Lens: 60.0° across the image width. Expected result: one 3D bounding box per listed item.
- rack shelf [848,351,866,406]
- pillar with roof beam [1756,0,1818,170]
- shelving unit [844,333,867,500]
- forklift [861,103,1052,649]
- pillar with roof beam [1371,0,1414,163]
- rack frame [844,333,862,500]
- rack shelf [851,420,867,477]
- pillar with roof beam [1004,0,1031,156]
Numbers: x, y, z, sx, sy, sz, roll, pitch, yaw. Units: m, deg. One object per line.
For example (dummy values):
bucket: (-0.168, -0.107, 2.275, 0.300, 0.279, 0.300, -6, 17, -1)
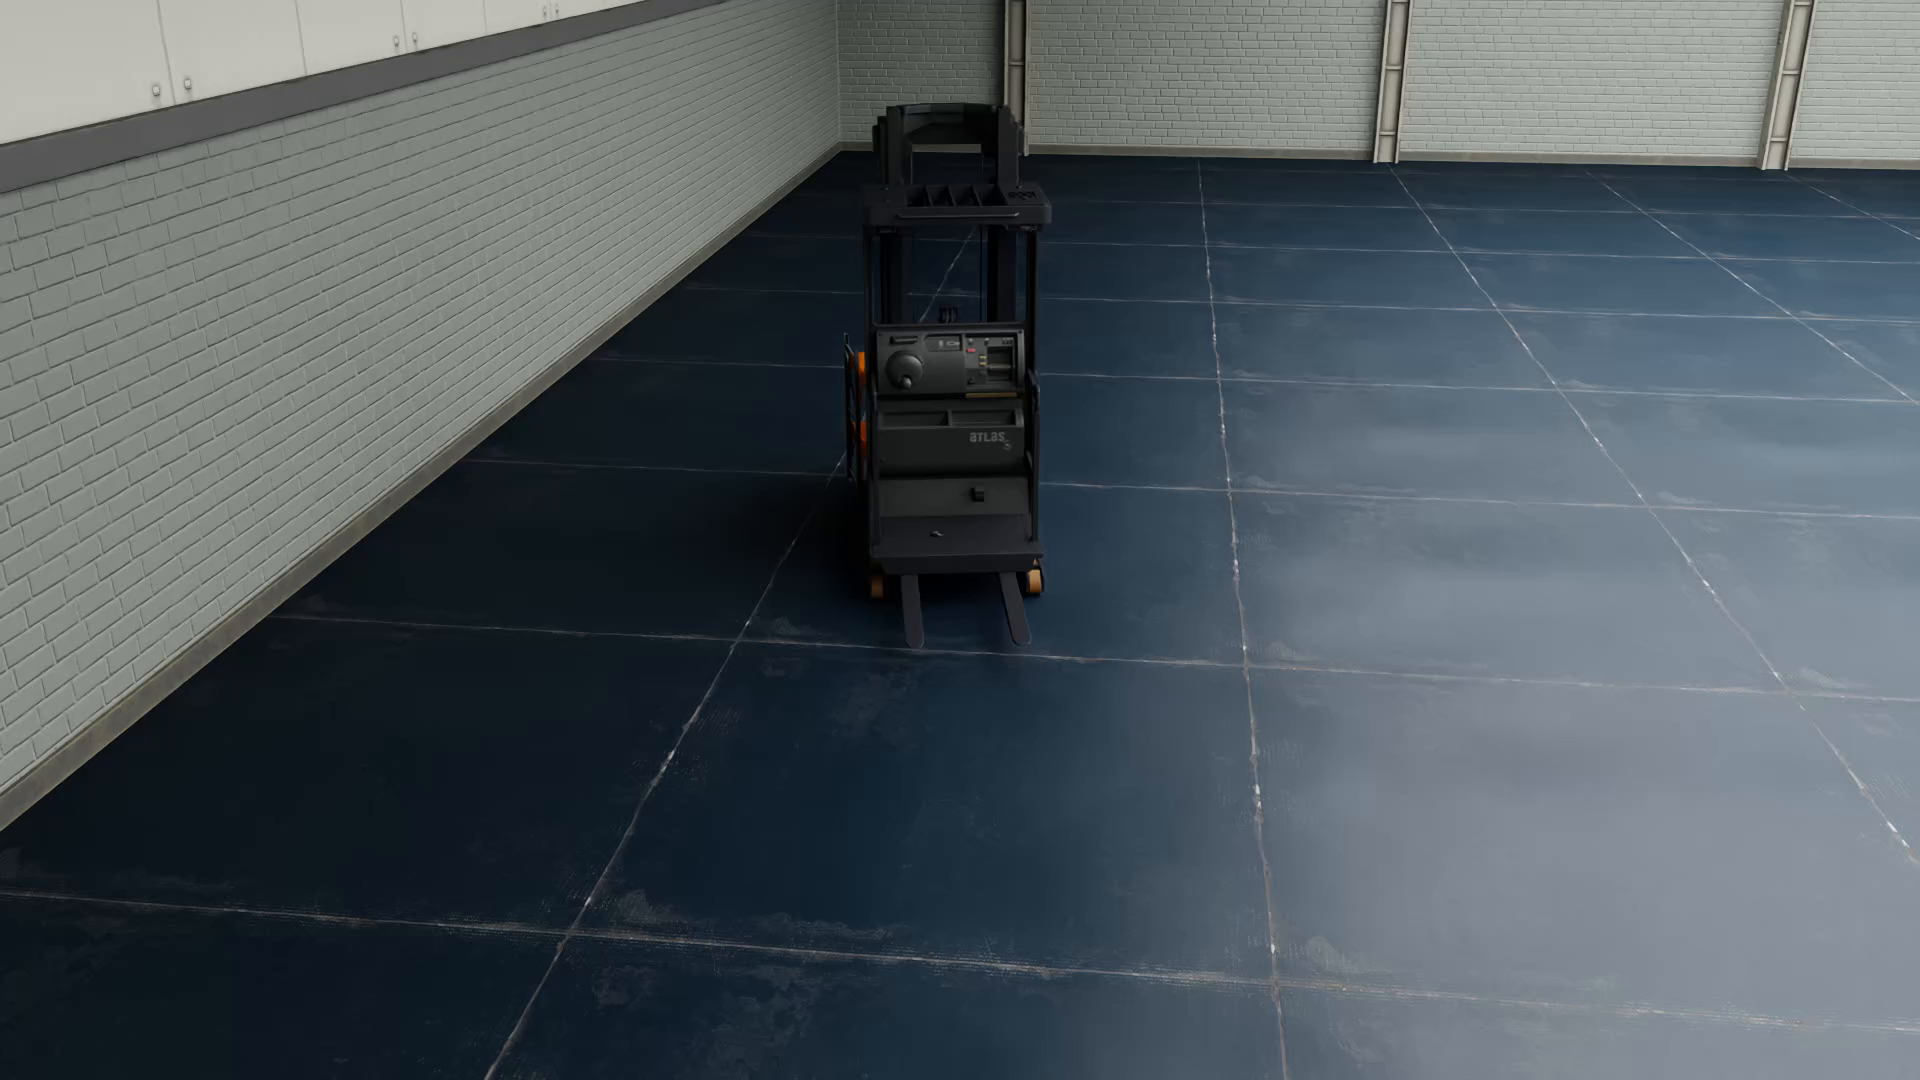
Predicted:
rack shelf: (-0.290, -1.221, 12.203, 1.000, 0.278, 0.538, -5, 22, -12)
pillar with roof beam: (12.341, -8.499, 20.697, 0.400, 9.000, 9.100, 2, 22, 6)
shelving unit: (-0.290, -0.949, 12.311, 1.048, 1.125, 0.538, -5, 22, -12)
forklift: (-0.043, -1.115, 10.273, 1.130, 2.935, 3.031, -1, 22, -3)
pillar with roof beam: (6.383, -8.758, 21.354, 0.400, 9.000, 9.100, 2, 22, 6)
rack frame: (-0.786, -0.908, 12.206, 0.032, 1.125, 0.500, -5, 22, -12)
rack shelf: (-0.290, -0.722, 12.401, 1.000, 0.278, 0.538, -5, 22, -12)
pillar with roof beam: (0.425, -9.018, 22.010, 0.400, 9.000, 9.100, 2, 22, 6)
